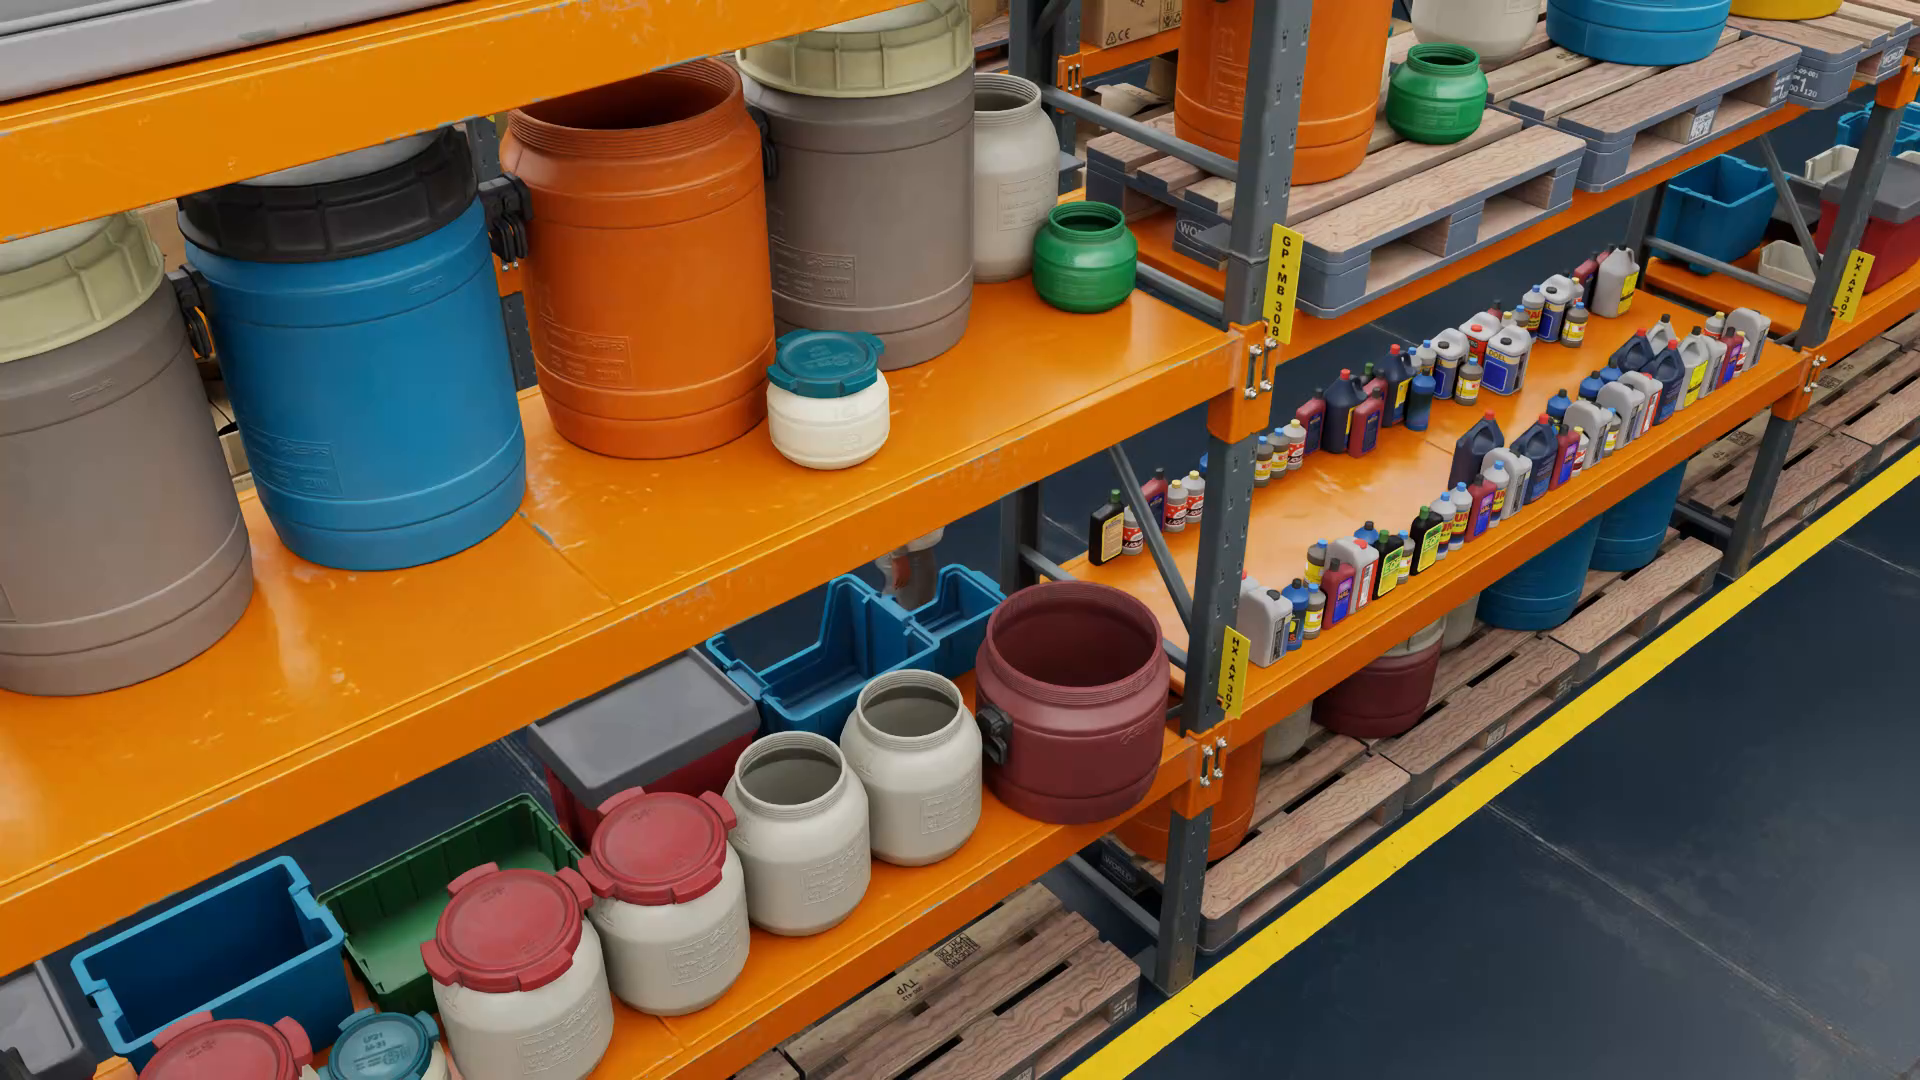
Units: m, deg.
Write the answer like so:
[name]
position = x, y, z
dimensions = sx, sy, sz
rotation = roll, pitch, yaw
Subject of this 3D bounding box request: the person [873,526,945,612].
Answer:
[person]
position = -0.224, -0.043, 7.116
dimensions = 0.383, 1.809, 0.558
rotation = -4, 36, -5
